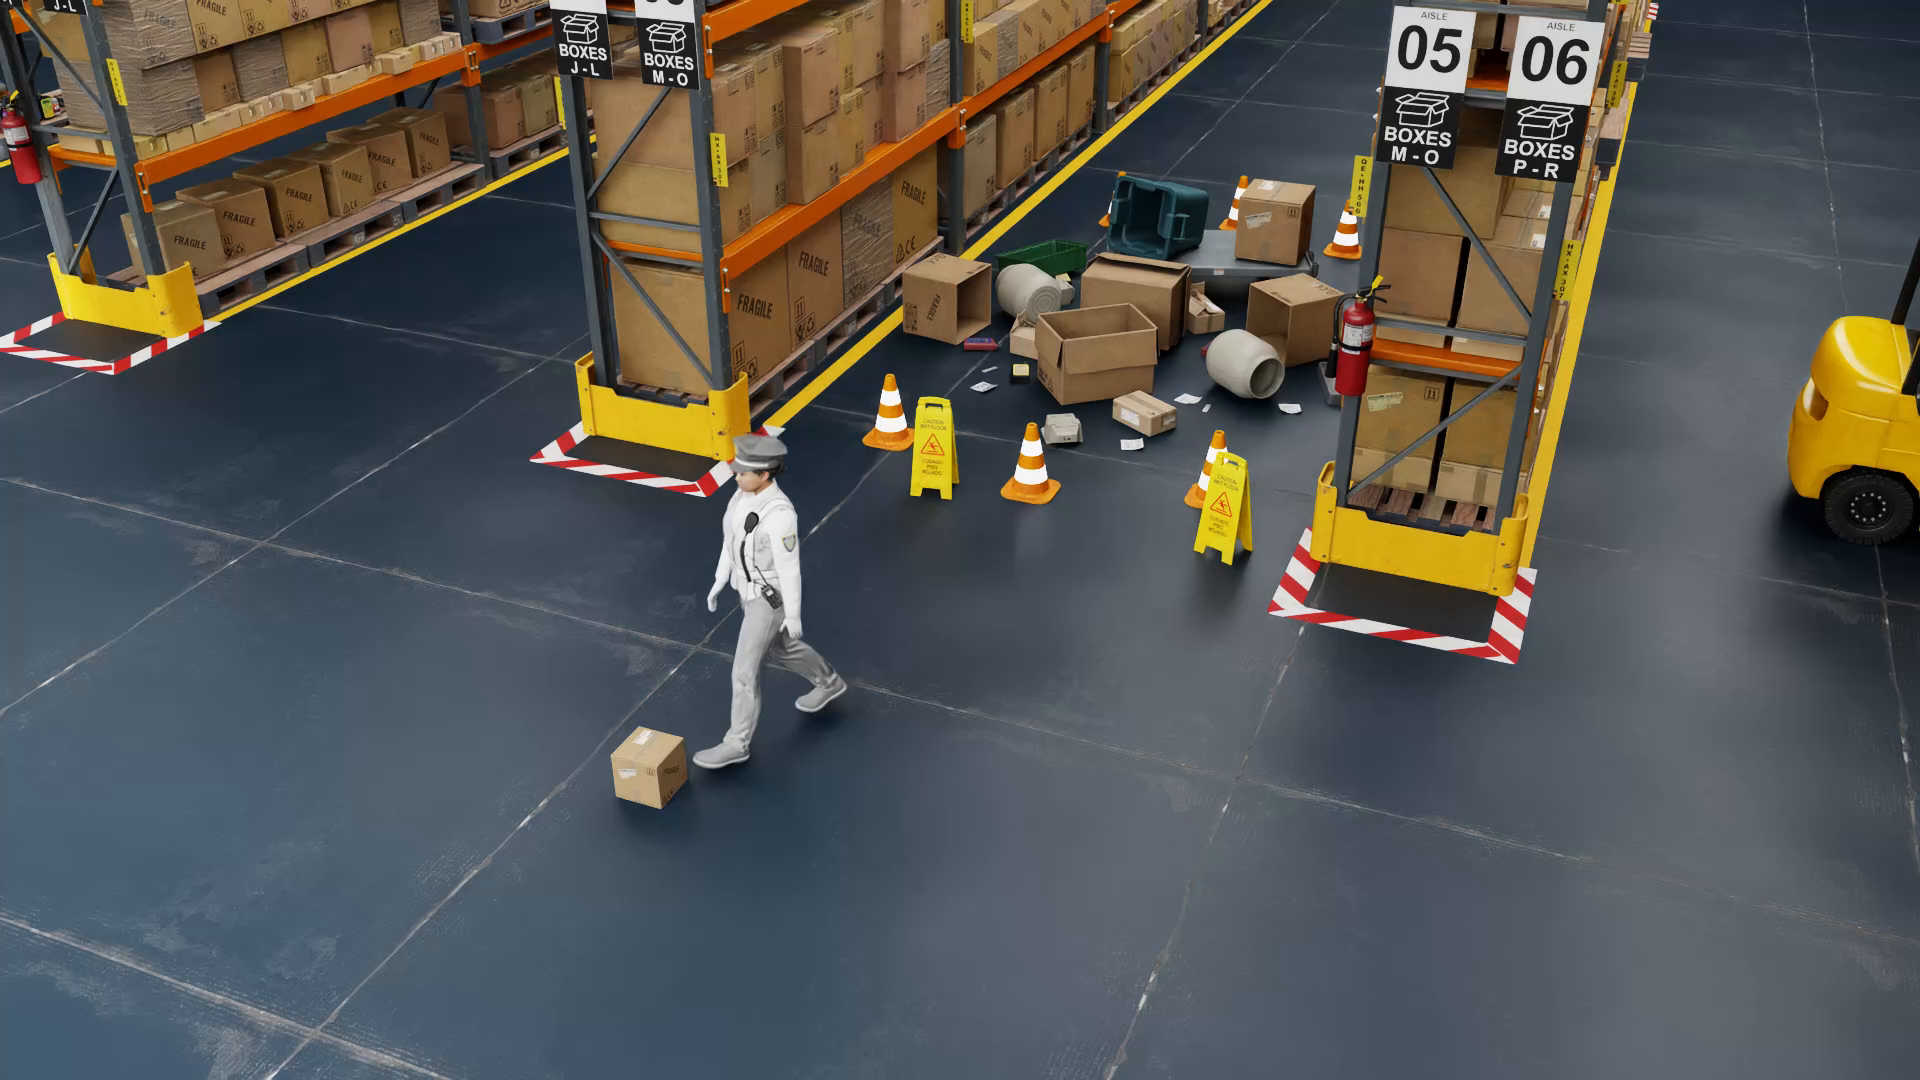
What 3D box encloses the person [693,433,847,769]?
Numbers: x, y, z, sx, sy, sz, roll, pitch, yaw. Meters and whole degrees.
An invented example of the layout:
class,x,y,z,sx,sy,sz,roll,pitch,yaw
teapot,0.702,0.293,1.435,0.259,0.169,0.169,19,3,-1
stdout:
class,x,y,z,sx,sy,sz,roll,pitch,yaw
person,-0.950,0.254,7.937,0.893,1.640,0.511,-14,33,-23
